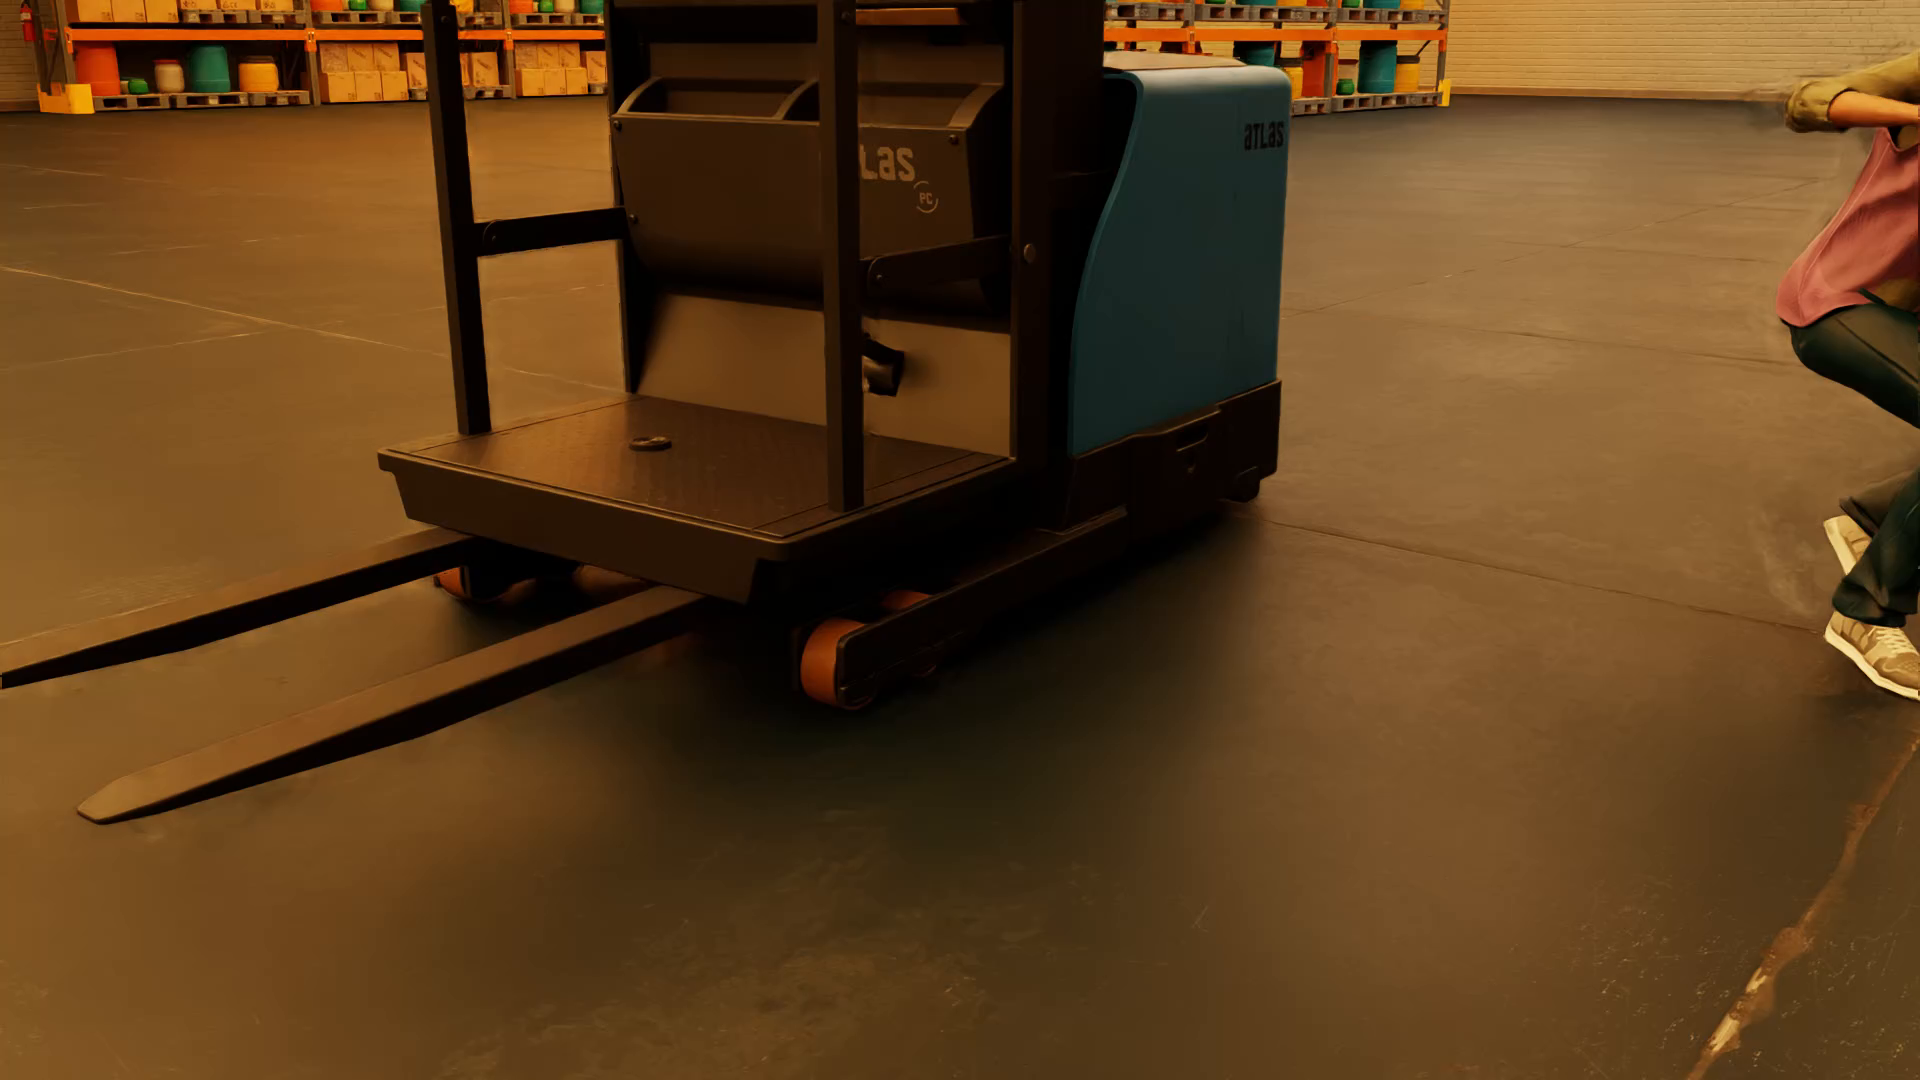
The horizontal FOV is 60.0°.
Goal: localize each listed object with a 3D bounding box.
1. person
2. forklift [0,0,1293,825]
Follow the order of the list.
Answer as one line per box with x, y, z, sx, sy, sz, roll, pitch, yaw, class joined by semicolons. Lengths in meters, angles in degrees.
1.828;-0.381;2.912;0.680;1.331;0.882;-6;18;-18;person
-0.445;-1.258;3.041;1.130;2.935;3.031;12;20;34;forklift
